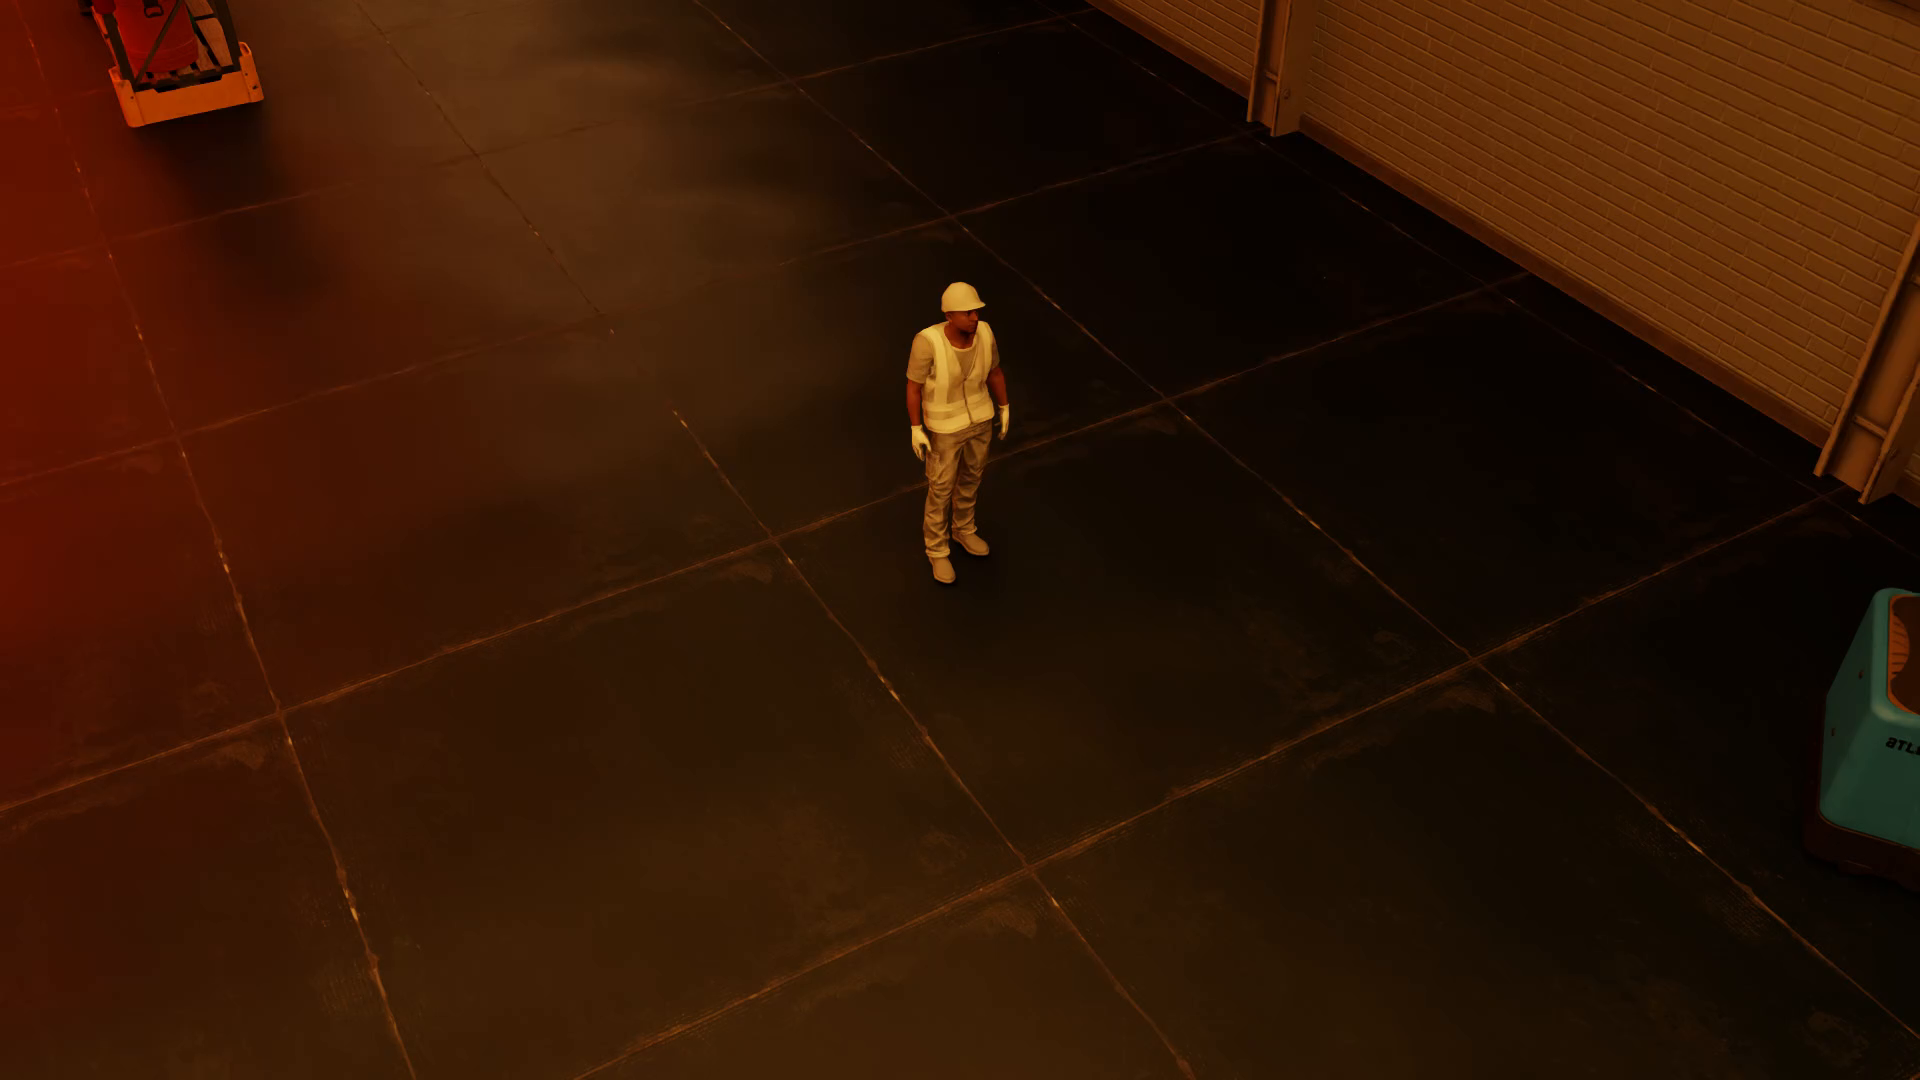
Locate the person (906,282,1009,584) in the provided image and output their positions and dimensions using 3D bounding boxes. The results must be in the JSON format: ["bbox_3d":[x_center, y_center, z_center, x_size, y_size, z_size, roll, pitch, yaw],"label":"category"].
[{"bbox_3d":[0.028,-0.650,9.707,0.656,1.782,0.577,-20,44,-23],"label":"person"}]

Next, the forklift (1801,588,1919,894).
[{"bbox_3d":[5.803,0.583,7.333,3.031,2.935,1.130,16,42,18],"label":"forklift"}]
